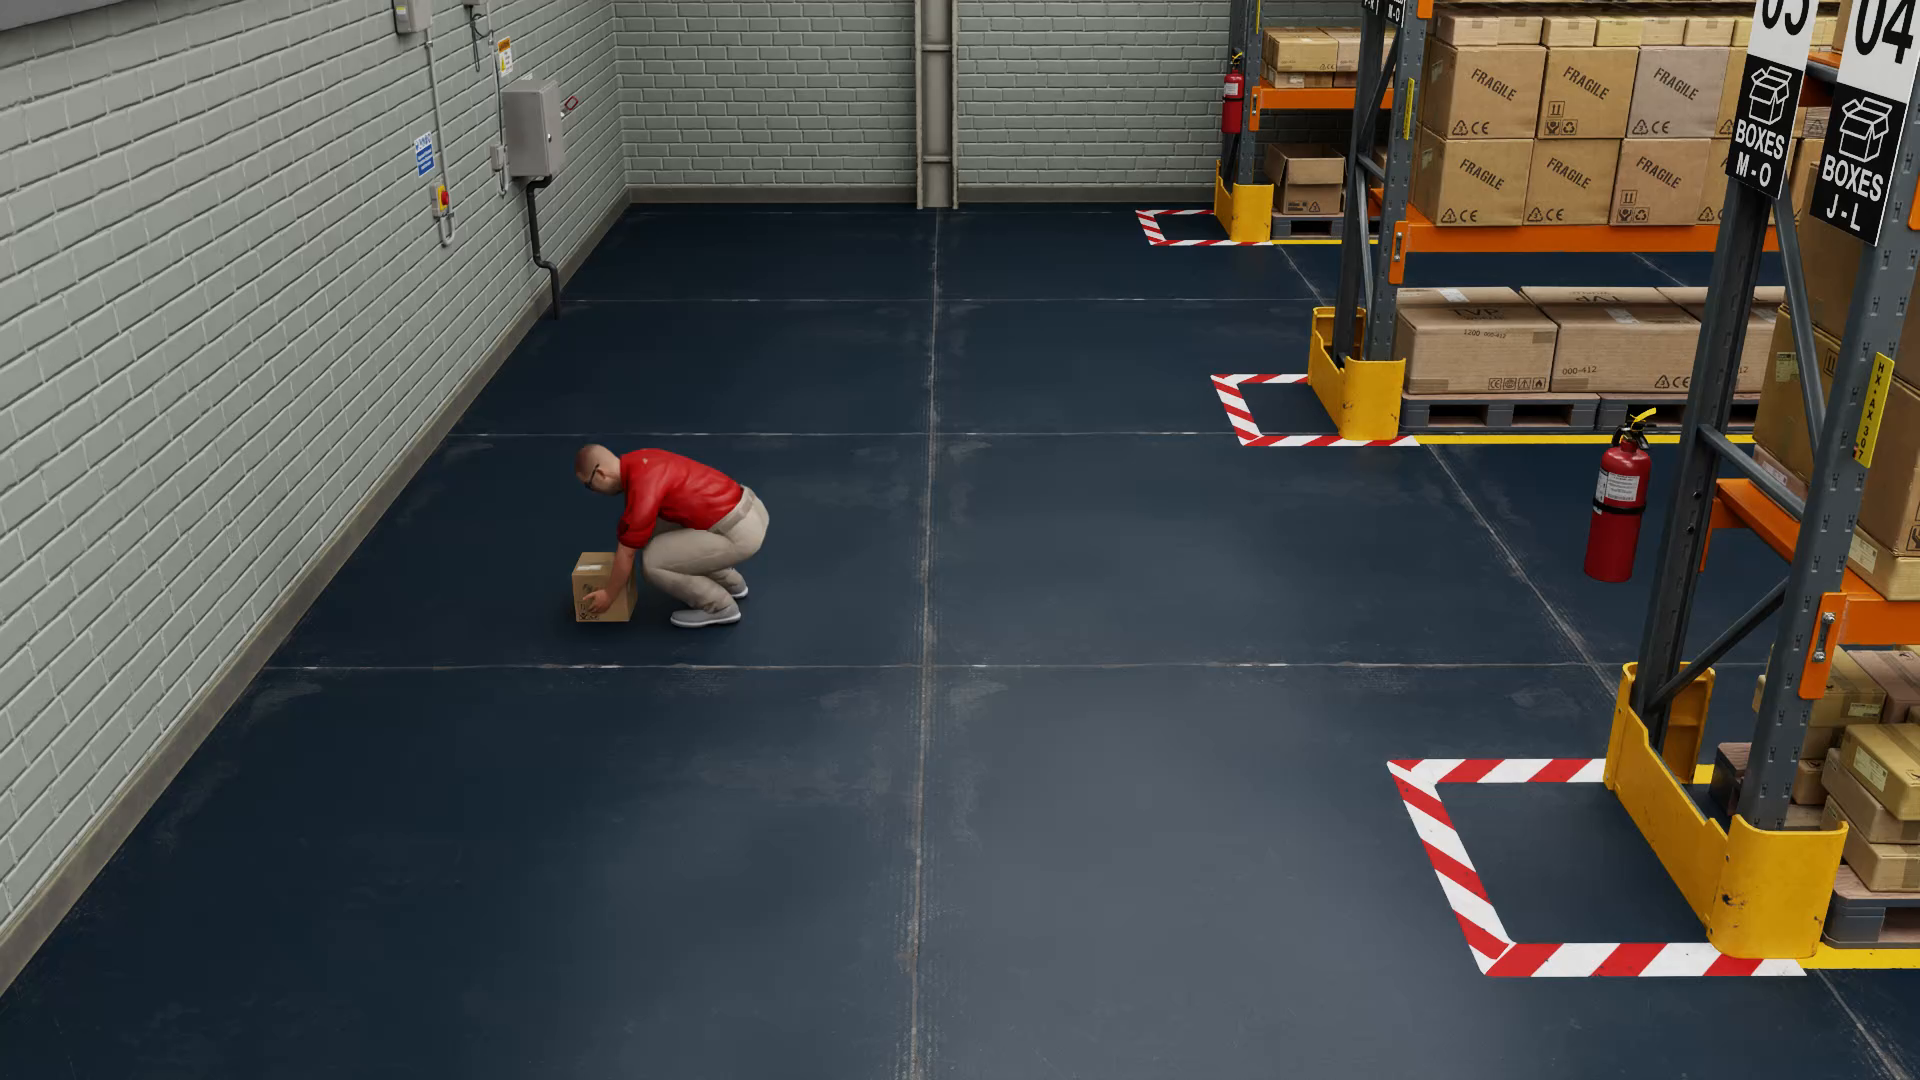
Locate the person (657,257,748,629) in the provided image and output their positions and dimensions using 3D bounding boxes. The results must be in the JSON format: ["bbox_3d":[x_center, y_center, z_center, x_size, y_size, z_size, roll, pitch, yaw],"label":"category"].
[{"bbox_3d":[-1.174,-0.453,7.635,0.390,1.728,0.570,-1,24,-2],"label":"person"}]
